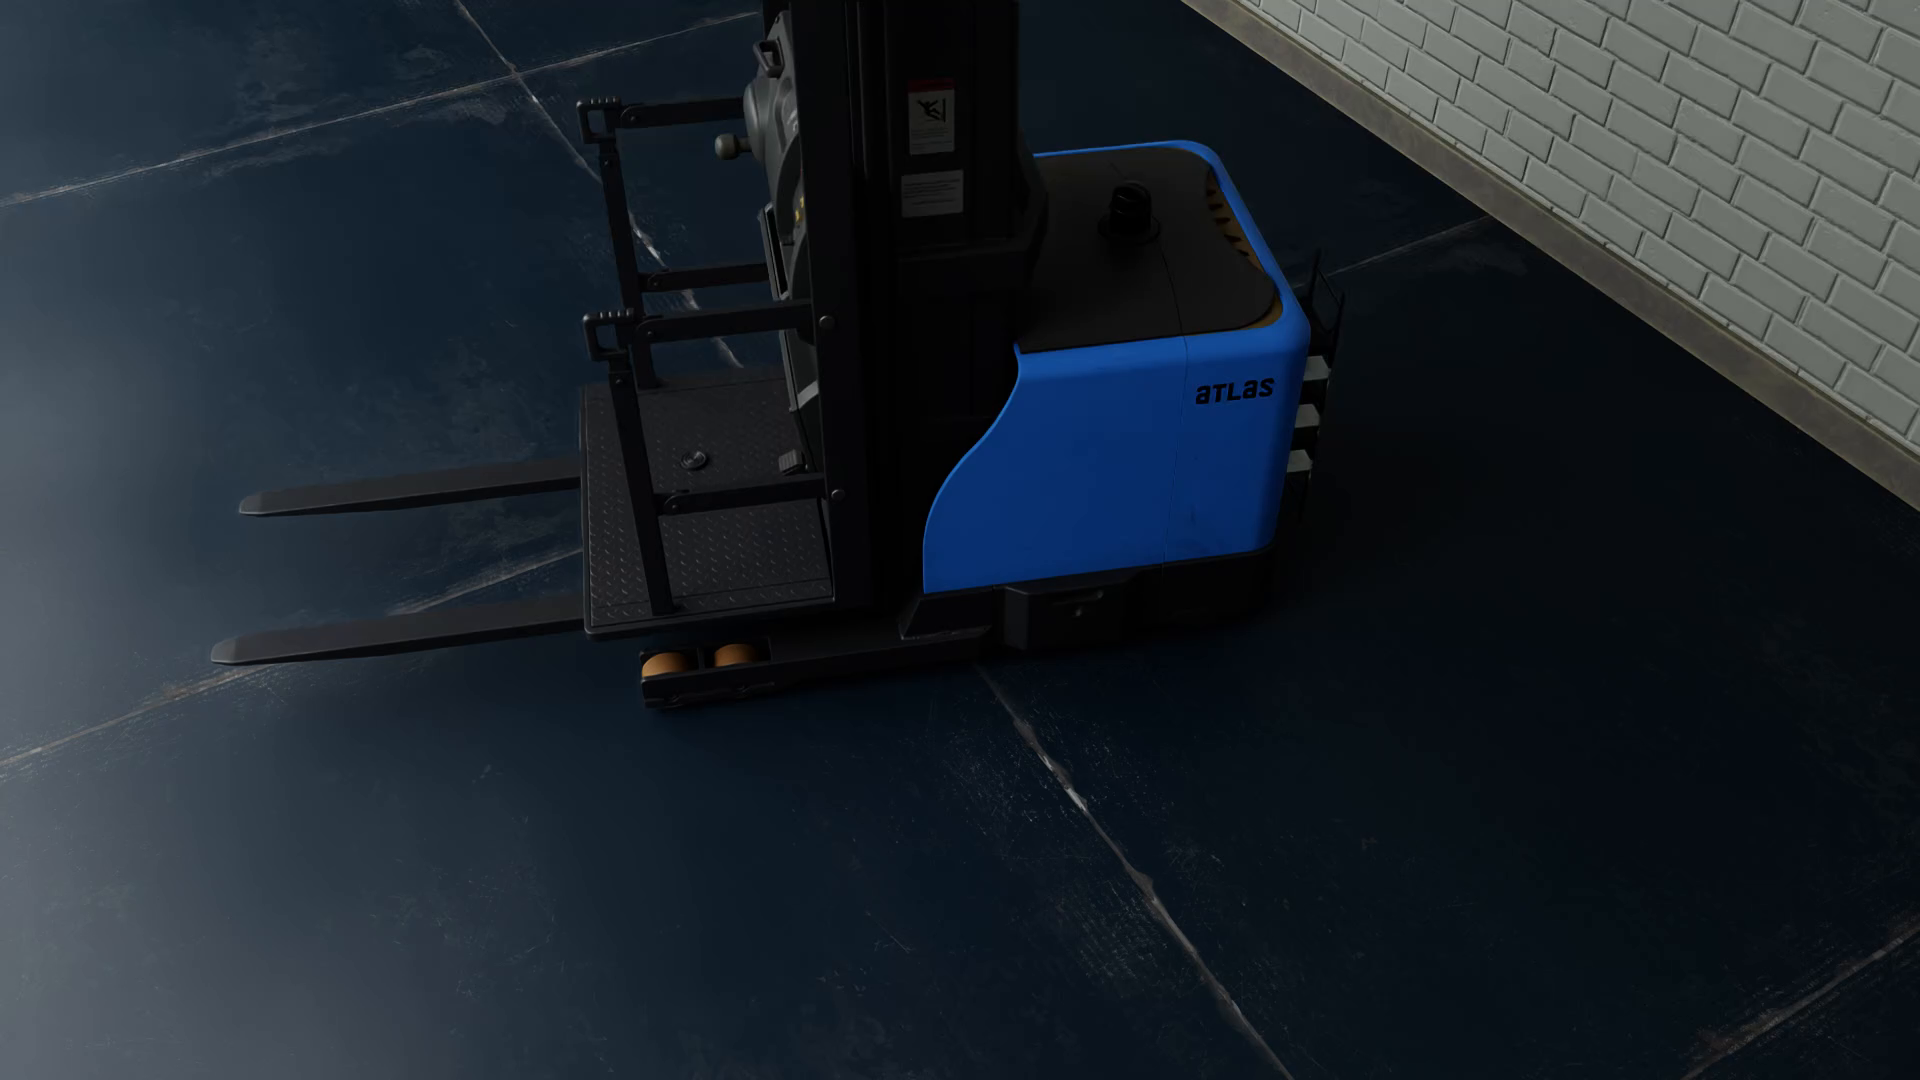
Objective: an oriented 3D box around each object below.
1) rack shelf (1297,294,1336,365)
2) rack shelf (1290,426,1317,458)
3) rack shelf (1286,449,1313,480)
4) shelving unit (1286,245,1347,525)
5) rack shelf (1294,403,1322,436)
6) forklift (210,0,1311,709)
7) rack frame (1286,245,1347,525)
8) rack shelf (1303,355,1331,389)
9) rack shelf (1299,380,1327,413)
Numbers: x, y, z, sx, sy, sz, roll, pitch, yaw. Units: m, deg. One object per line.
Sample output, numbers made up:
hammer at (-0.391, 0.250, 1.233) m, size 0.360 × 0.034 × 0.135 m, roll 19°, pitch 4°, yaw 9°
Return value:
rack shelf at (0.964, -0.610, 4.892) m, size 0.200 × 0.077 × 0.258 m, roll -7°, pitch 45°, yaw -7°
rack shelf at (0.964, -0.351, 5.143) m, size 0.200 × 0.077 × 0.258 m, roll -7°, pitch 45°, yaw -7°
rack shelf at (0.964, -0.287, 5.206) m, size 0.200 × 0.077 × 0.258 m, roll -7°, pitch 45°, yaw -7°
shelving unit at (0.964, -0.440, 5.057) m, size 0.210 × 0.900 × 0.258 m, roll -7°, pitch 45°, yaw -7°
rack shelf at (0.964, -0.416, 5.080) m, size 0.200 × 0.077 × 0.258 m, roll -7°, pitch 45°, yaw -7°
forklift at (-0.637, -0.972, 4.147) m, size 3.031 × 2.935 × 1.130 m, roll -7°, pitch 45°, yaw -7°
rack frame at (1.064, -0.452, 5.070) m, size 0.006 × 0.900 × 0.240 m, roll -7°, pitch 45°, yaw -7°
rack shelf at (0.964, -0.545, 4.955) m, size 0.200 × 0.077 × 0.258 m, roll -7°, pitch 45°, yaw -7°
rack shelf at (0.964, -0.481, 5.018) m, size 0.200 × 0.077 × 0.258 m, roll -7°, pitch 45°, yaw -7°
